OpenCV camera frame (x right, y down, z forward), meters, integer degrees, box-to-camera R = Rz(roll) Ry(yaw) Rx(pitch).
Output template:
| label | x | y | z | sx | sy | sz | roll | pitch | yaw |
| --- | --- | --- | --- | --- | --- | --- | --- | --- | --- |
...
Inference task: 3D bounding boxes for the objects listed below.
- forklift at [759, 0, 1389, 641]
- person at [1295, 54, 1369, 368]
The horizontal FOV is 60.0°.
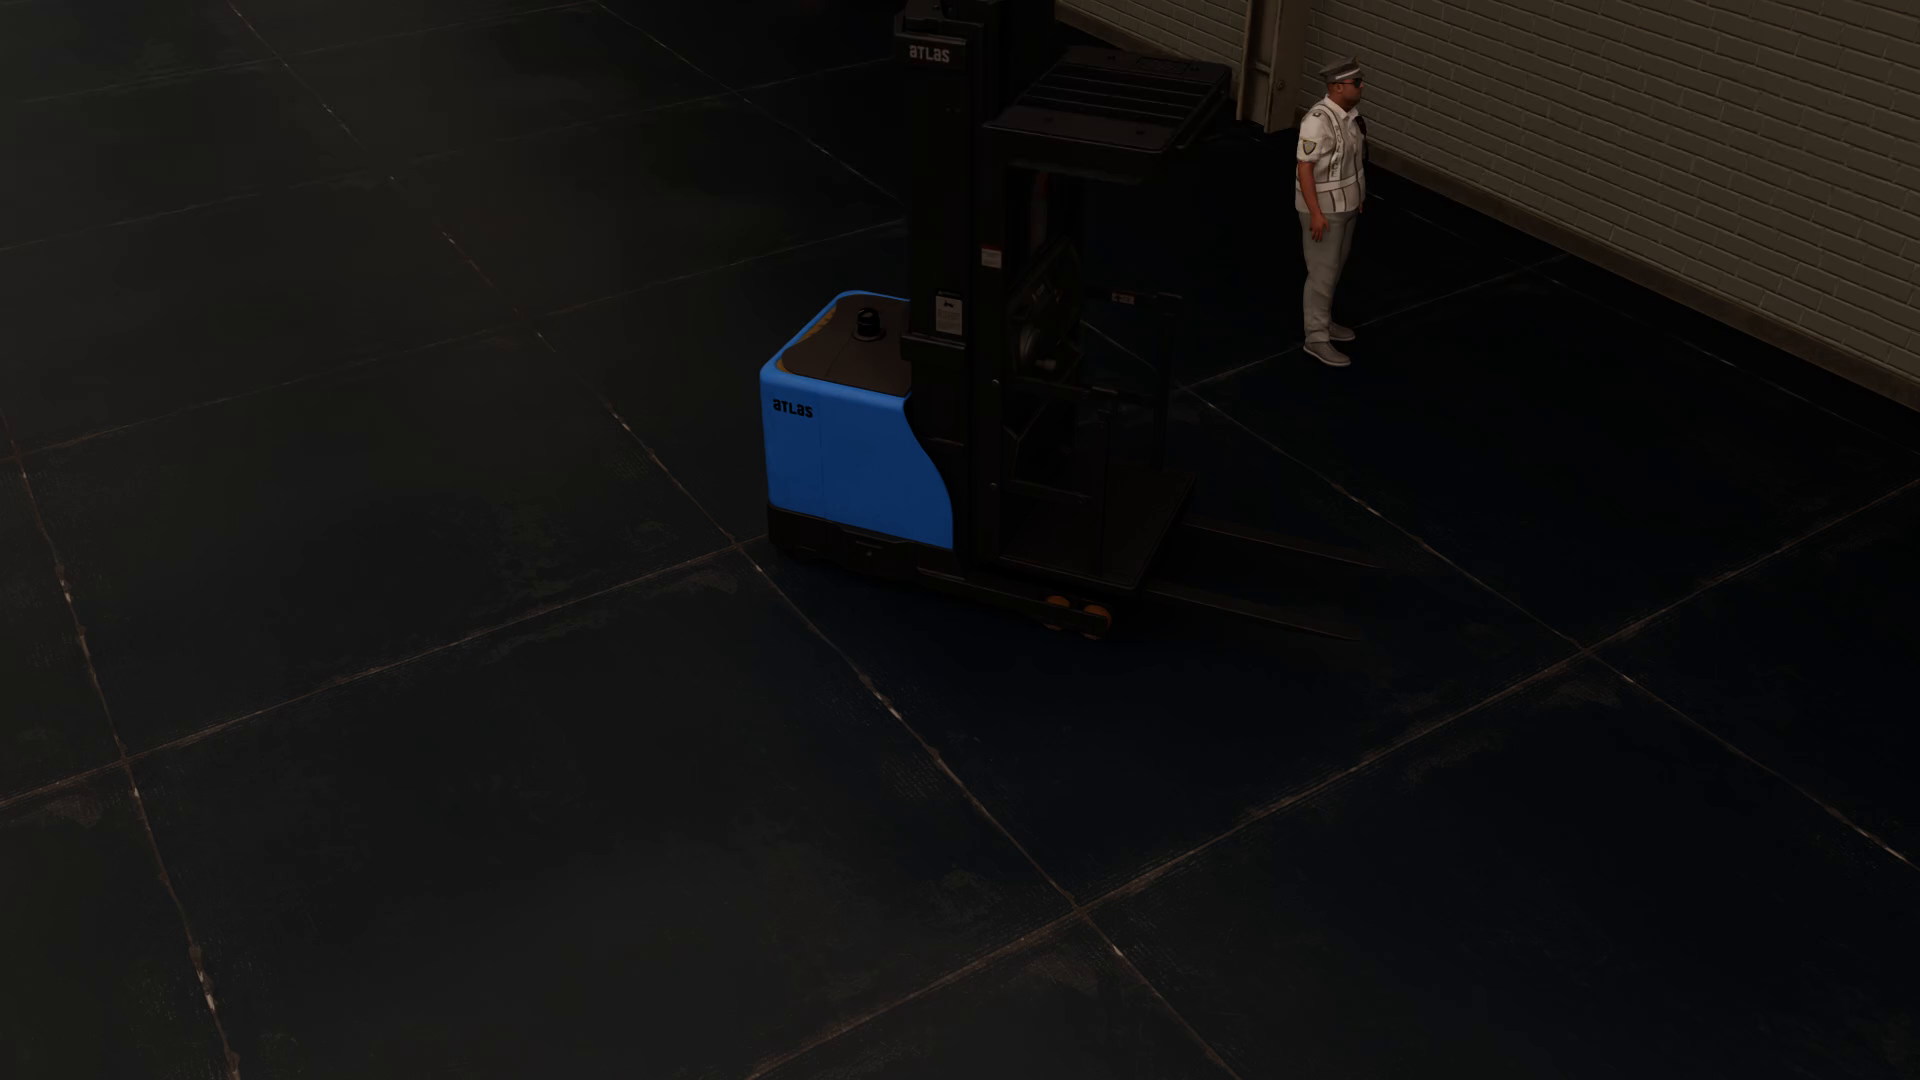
| label | x | y | z | sx | sy | sz | roll | pitch | yaw |
| --- | --- | --- | --- | --- | --- | --- | --- | --- | --- |
| forklift | 0.579 | -1.068 | 7.667 | 3.031 | 2.935 | 1.130 | 13 | 37 | 18 |
| person | 2.298 | -2.002 | 9.983 | 0.576 | 1.781 | 0.638 | 22 | 41 | 28 |
